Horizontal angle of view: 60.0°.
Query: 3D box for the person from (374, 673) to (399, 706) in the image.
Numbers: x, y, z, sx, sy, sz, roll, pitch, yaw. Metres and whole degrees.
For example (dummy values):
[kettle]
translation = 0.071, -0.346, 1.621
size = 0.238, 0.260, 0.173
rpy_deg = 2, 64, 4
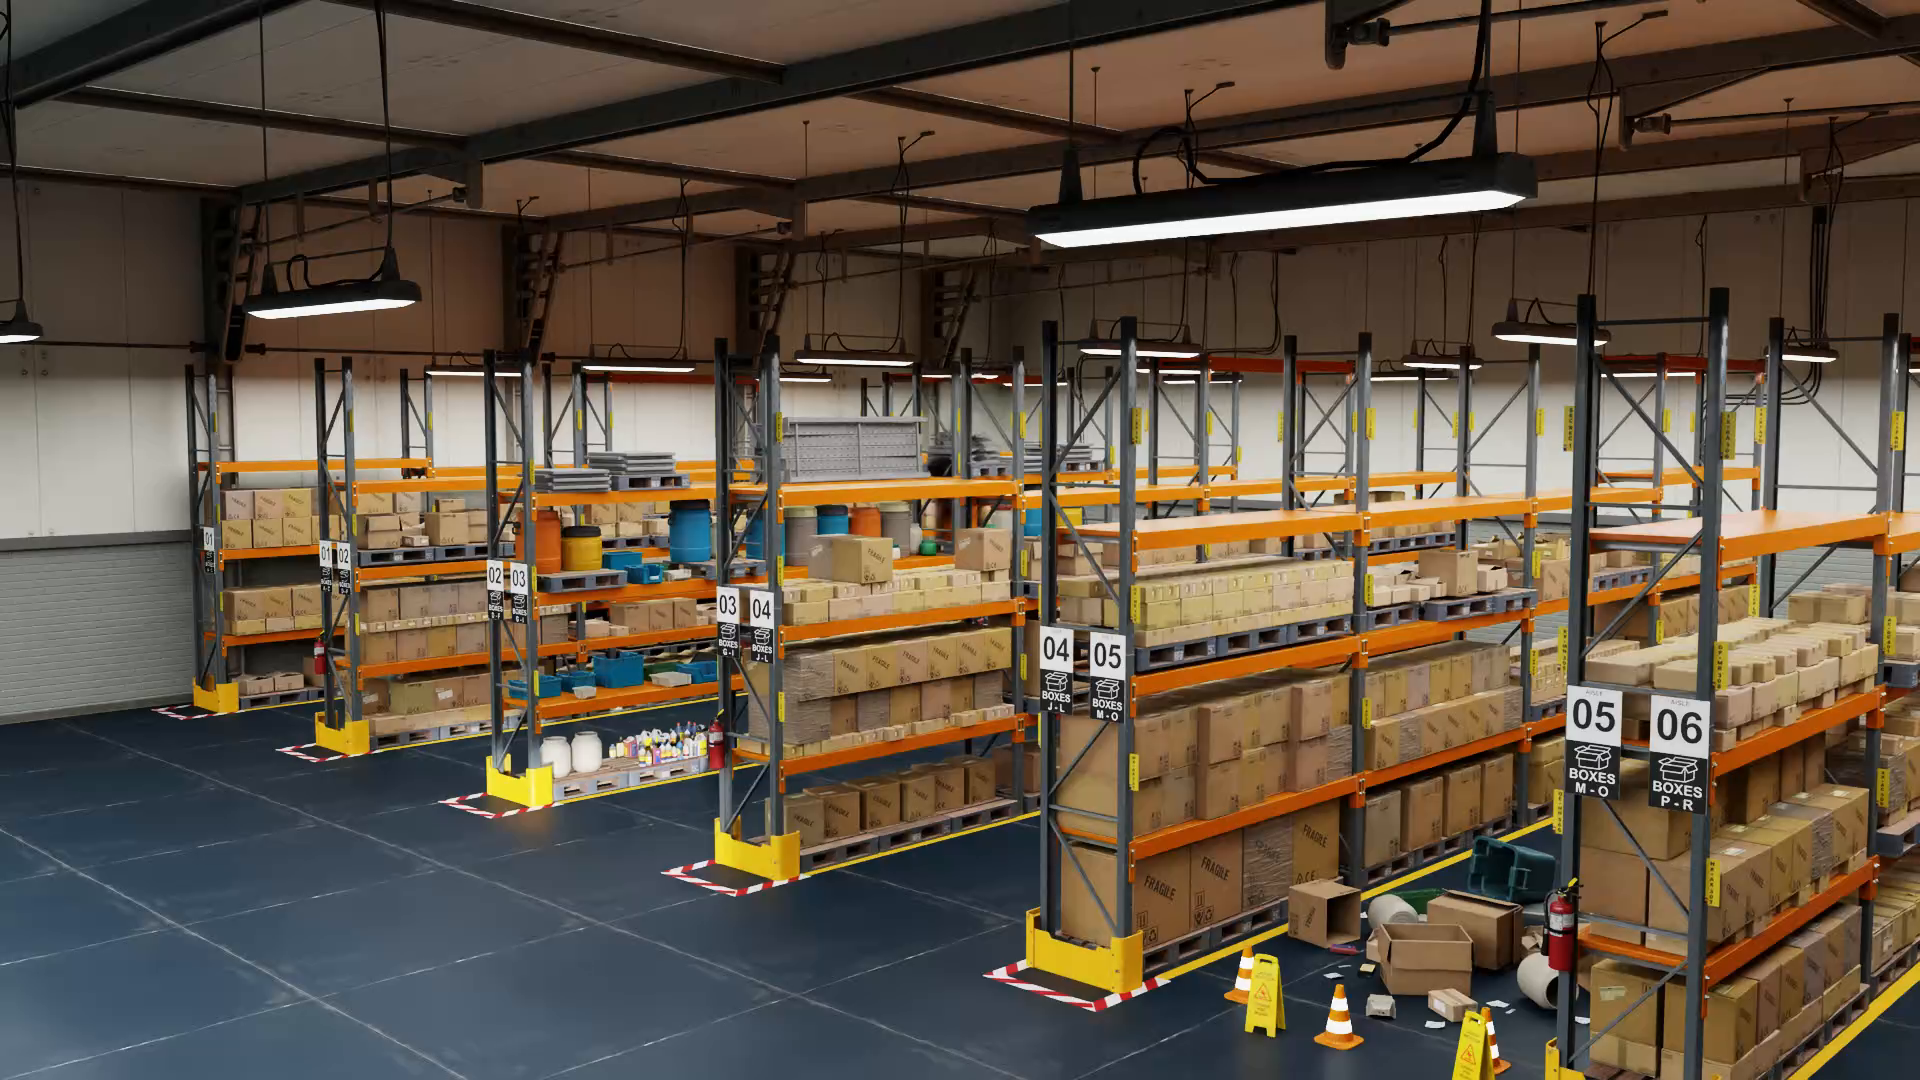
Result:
[person]
translation = -9.636, 2.165, 28.001
size = 0.694, 1.719, 0.584
rpy_deg = 2, 5, 21
